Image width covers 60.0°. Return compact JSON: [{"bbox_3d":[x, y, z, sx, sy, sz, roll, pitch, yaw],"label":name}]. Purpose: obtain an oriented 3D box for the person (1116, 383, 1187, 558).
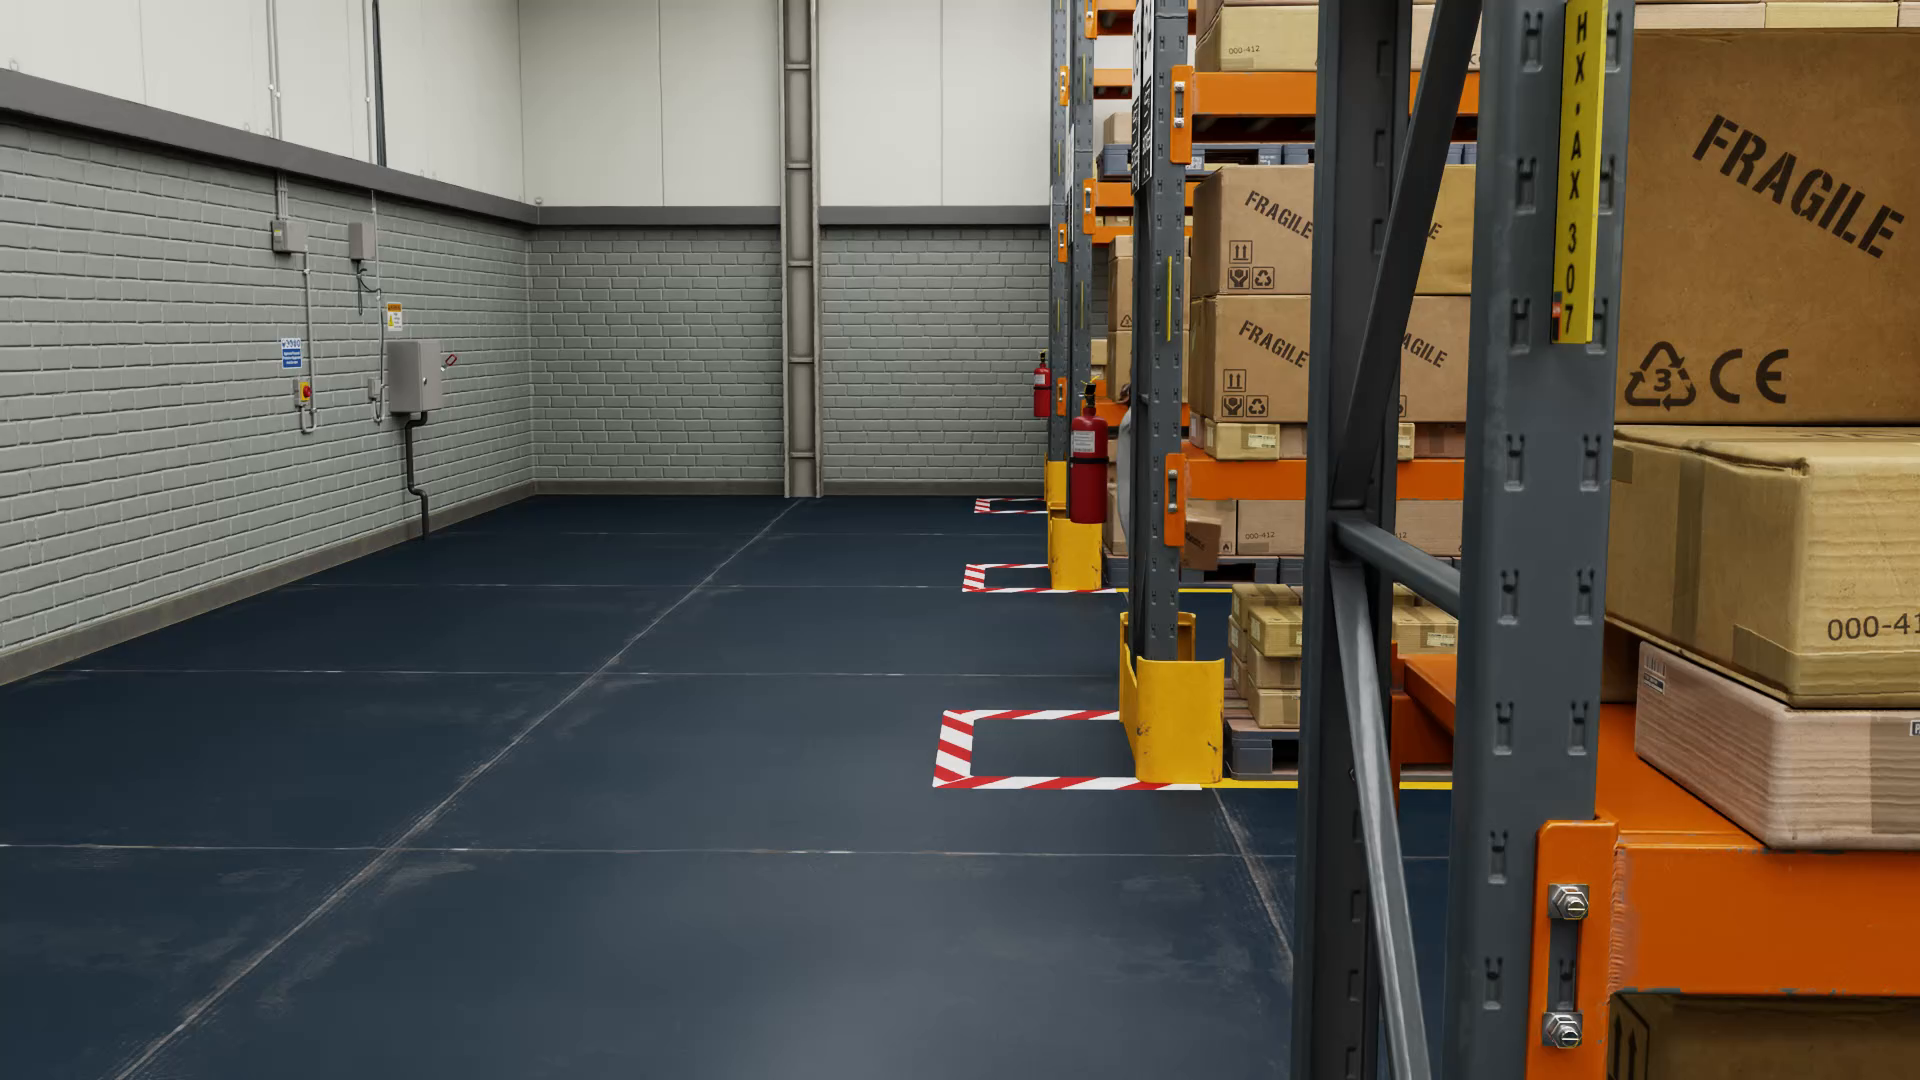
[{"bbox_3d":[1.002,-0.126,8.747,0.378,1.676,0.467,1,7,9],"label":"person"}]
